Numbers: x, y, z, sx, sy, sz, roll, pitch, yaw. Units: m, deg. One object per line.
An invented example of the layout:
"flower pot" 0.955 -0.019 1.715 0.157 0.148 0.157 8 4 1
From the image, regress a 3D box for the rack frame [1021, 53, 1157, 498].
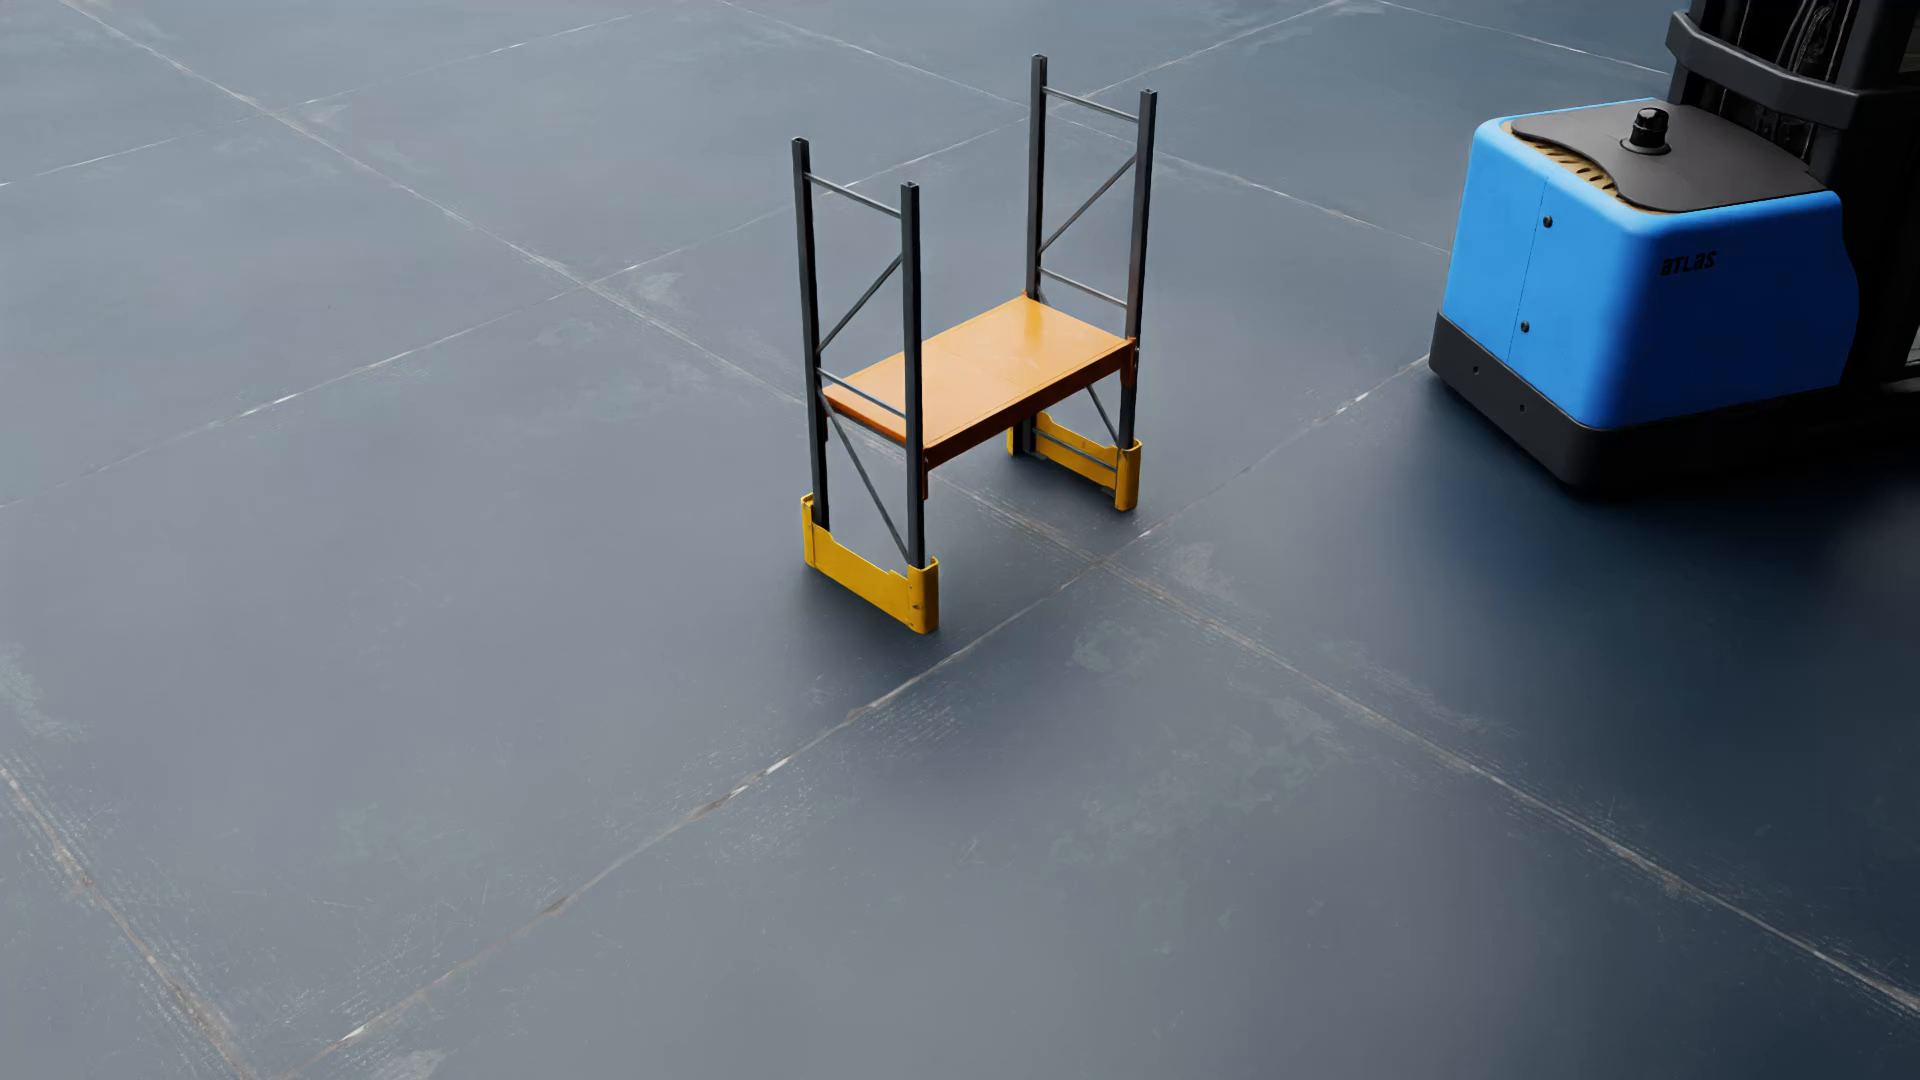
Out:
"rack frame" 0.418 -0.856 5.667 0.500 1.500 0.032 30 45 35

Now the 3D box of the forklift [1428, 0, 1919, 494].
"forklift" 3.440 -1.867 5.864 3.031 2.935 1.130 -11 36 -15

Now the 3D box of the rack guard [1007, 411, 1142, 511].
"rack guard" 0.405 -0.336 6.013 0.587 0.250 0.087 30 45 35

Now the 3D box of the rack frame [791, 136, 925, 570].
"rack frame" -0.298 -0.443 5.075 0.500 1.500 0.032 30 45 35

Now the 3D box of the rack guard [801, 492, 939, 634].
"rack guard" -0.297 0.069 5.433 0.587 0.250 0.087 30 45 35

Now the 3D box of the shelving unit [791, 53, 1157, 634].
"shelving unit" 0.054 -0.646 5.365 0.587 1.500 1.083 30 45 35

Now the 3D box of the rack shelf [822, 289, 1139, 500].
"rack shelf" 0.060 -0.502 5.474 0.538 0.185 1.000 30 45 35
